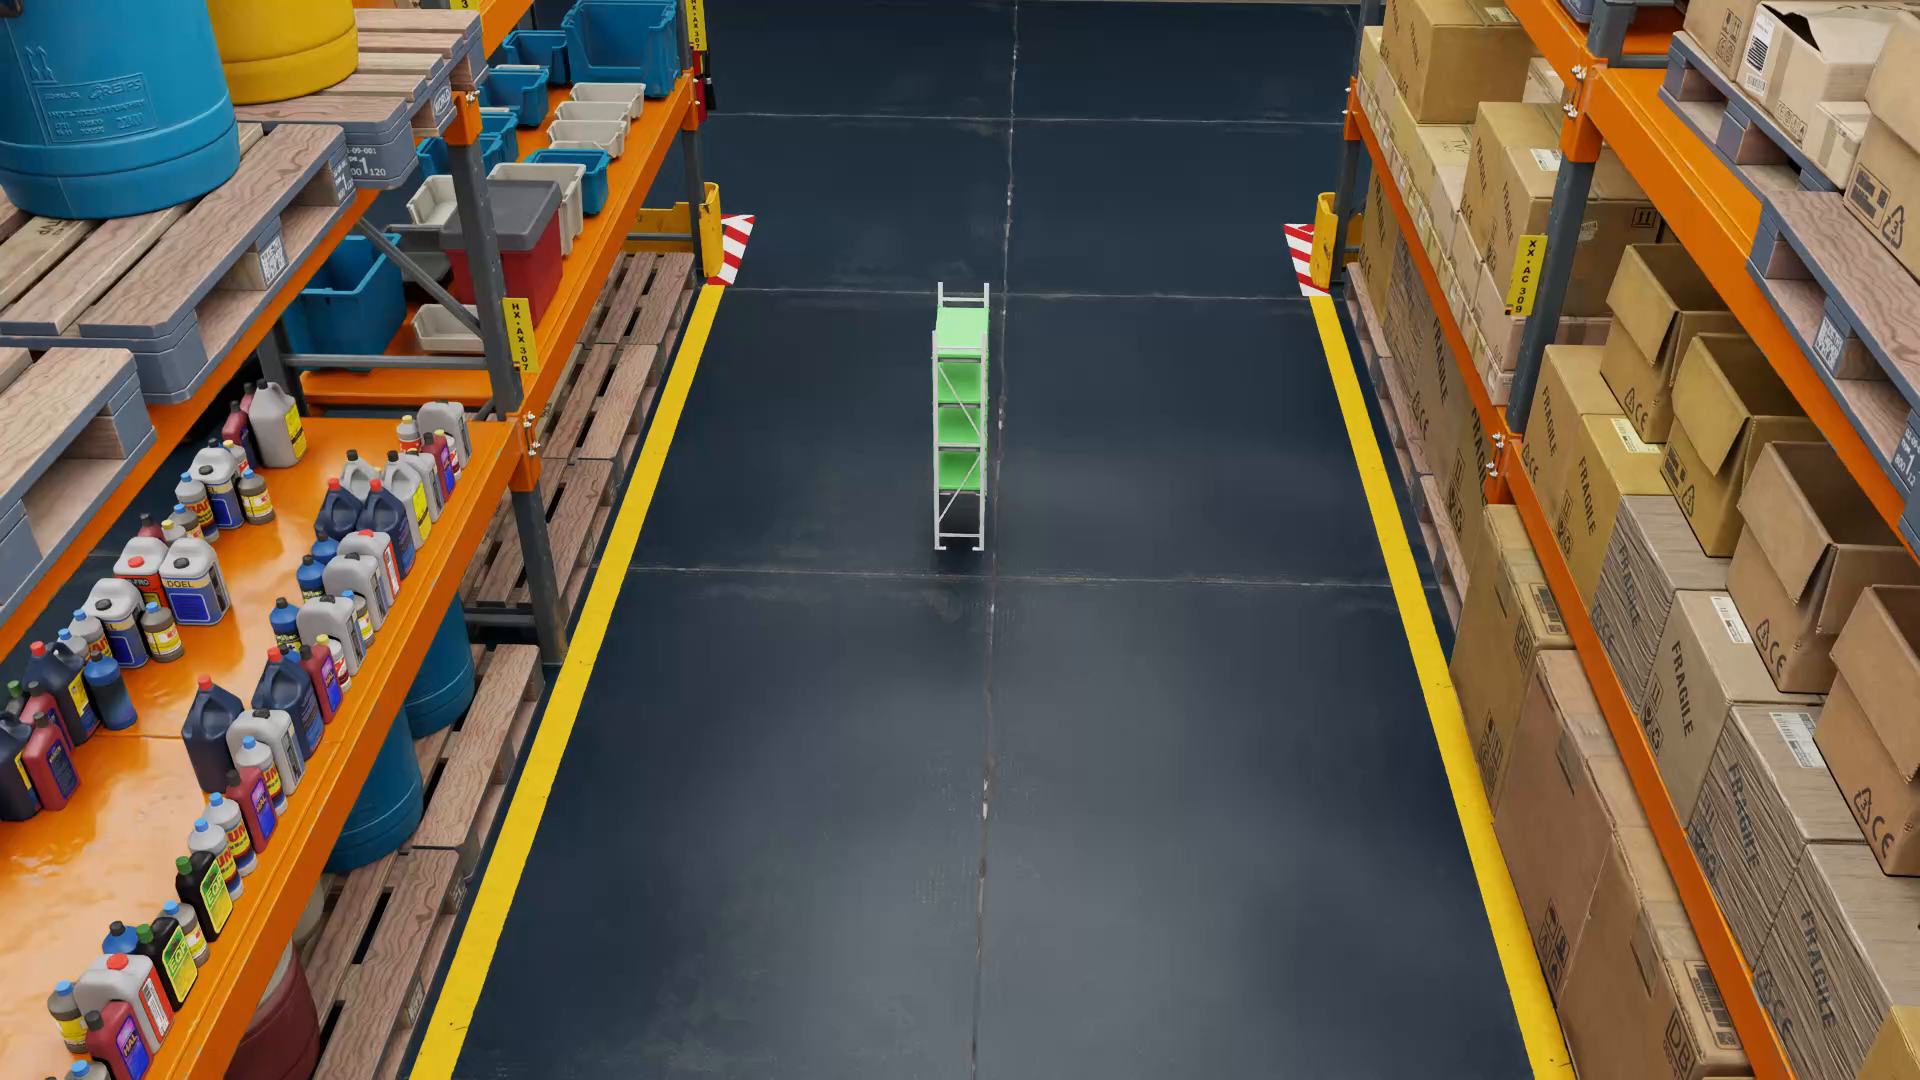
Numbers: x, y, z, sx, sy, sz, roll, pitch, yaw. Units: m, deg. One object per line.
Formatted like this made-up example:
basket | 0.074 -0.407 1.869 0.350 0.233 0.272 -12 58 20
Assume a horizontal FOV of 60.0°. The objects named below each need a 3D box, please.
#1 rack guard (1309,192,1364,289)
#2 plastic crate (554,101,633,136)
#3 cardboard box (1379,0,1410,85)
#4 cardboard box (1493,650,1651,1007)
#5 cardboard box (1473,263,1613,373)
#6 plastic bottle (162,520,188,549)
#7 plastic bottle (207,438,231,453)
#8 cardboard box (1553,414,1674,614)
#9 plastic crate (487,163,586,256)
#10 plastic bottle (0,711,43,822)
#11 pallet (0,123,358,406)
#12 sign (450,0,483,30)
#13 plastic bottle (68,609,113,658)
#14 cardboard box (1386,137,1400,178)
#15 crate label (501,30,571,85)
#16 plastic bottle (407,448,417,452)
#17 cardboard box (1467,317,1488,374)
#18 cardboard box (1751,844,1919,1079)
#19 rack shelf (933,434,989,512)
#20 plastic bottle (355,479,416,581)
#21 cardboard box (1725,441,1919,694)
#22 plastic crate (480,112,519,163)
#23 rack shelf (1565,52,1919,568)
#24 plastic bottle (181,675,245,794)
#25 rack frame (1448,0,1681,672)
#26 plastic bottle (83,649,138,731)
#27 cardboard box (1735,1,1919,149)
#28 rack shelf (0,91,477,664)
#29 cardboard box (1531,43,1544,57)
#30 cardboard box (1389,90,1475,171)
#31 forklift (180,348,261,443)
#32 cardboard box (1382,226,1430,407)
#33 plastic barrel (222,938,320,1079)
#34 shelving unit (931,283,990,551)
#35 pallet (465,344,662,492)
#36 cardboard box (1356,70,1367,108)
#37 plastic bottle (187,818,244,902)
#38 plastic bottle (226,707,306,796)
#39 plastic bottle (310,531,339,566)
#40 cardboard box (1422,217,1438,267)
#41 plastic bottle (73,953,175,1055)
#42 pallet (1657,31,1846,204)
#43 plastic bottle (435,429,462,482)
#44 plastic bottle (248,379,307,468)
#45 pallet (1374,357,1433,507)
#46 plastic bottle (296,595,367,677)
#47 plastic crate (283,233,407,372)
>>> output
rack guard | 2.834 -1.879 10.489 1.175 0.500 0.348 1 35 2
plastic crate | -1.993 -2.280 9.063 0.396 0.136 0.243 1 35 2
cardboard box | 2.524 -2.698 8.700 0.500 0.500 0.500 1 35 1
cardboard box | 2.632 0.989 5.716 1.225 0.875 0.875 0 35 0
cardboard box | 2.428 -0.910 6.808 0.500 0.250 0.500 1 35 1
plastic bottle | -2.730 0.022 5.782 0.097 0.201 0.097 0 35 0
plastic bottle | -2.713 -0.252 6.111 0.097 0.271 0.097 0 35 0
cardboard box | 2.385 -0.083 5.673 0.500 0.500 0.500 1 35 2
plastic crate | -2.031 -1.553 7.902 0.437 0.282 0.530 1 35 2
plastic bottle | -2.753 0.625 4.795 0.144 0.351 0.185 1 35 2
pallet | -2.253 -0.750 4.264 1.003 0.211 1.213 1 35 2
sign | -1.727 -1.921 5.759 0.100 0.325 0.005 1 35 2
plastic bottle | -2.754 0.337 5.274 0.097 0.271 0.097 0 35 0
cardboard box | 2.450 -1.998 8.703 0.380 0.149 0.250 1 35 1
crate label | -2.454 -2.824 9.753 0.416 0.233 0.303 1 35 2
plastic bottle | -2.012 -0.247 6.165 0.097 0.201 0.097 0 35 0
cardboard box | 2.368 -0.818 7.024 0.380 0.149 0.250 2 35 3
cardboard box | 2.310 1.092 4.001 0.500 0.500 0.500 1 35 1
rack shelf | 0.007 -0.337 8.215 0.258 0.148 0.480 1 35 2
plastic bottle | -1.994 -0.042 5.744 0.144 0.351 0.185 1 35 2
cardboard box | 2.607 0.077 4.572 0.797 0.503 0.637 2 35 3
plastic crate | -2.507 -2.068 8.677 0.416 0.233 0.300 1 35 2
rack shelf | 2.592 -0.374 4.190 1.077 0.370 4.000 1 35 2
plastic bottle | -2.188 0.558 4.890 0.144 0.351 0.185 1 35 2
rack frame | 2.673 -0.590 6.481 1.000 3.000 0.127 1 35 2
plastic bottle | -2.618 0.452 5.110 0.097 0.271 0.097 0 35 0
cardboard box | 2.539 -1.324 4.629 0.500 0.311 0.500 0 35 0
rack shelf | -2.357 -0.488 4.353 1.077 0.370 4.000 1 35 2
cardboard box | 3.076 -2.969 9.086 0.500 0.500 0.500 2 35 2
cardboard box | 2.506 -2.091 8.489 0.500 0.250 0.500 0 35 0
forklift | -4.614 -1.942 8.464 1.130 2.935 3.031 5 35 7
cardboard box | 2.851 -1.298 8.971 0.875 0.875 0.875 1 35 2
plastic barrel | -2.389 1.478 5.270 0.600 0.588 0.708 1 35 2
shelving unit | 0.007 -0.586 8.040 0.258 1.200 0.503 1 35 2
pallet | -2.239 -0.690 9.048 1.003 0.211 1.213 1 35 2
cardboard box | 2.489 -2.589 9.543 0.380 0.149 0.250 2 35 2
plastic bottle | -2.031 0.864 4.523 0.097 0.271 0.097 0 35 0
plastic bottle | -2.041 0.607 4.886 0.152 0.276 0.135 1 35 2
plastic bottle | -2.129 0.090 5.626 0.097 0.271 0.097 0 35 0
cardboard box | 2.409 -1.408 7.863 0.380 0.149 0.250 1 35 1
plastic bottle | -2.078 1.138 4.130 0.152 0.276 0.135 1 35 2
pallet | 2.685 -1.211 4.922 0.805 0.209 1.217 0 35 0
plastic bottle | -1.946 -0.322 6.272 0.097 0.201 0.097 0 35 0
plastic bottle | -2.616 -0.466 6.347 0.144 0.351 0.185 1 35 2
pallet | 2.828 -0.587 8.901 1.003 0.211 1.213 1 35 2
plastic bottle | -2.019 0.291 5.336 0.152 0.276 0.135 1 35 2
plastic crate | -2.598 -0.998 7.024 0.392 0.384 0.575 1 35 2
